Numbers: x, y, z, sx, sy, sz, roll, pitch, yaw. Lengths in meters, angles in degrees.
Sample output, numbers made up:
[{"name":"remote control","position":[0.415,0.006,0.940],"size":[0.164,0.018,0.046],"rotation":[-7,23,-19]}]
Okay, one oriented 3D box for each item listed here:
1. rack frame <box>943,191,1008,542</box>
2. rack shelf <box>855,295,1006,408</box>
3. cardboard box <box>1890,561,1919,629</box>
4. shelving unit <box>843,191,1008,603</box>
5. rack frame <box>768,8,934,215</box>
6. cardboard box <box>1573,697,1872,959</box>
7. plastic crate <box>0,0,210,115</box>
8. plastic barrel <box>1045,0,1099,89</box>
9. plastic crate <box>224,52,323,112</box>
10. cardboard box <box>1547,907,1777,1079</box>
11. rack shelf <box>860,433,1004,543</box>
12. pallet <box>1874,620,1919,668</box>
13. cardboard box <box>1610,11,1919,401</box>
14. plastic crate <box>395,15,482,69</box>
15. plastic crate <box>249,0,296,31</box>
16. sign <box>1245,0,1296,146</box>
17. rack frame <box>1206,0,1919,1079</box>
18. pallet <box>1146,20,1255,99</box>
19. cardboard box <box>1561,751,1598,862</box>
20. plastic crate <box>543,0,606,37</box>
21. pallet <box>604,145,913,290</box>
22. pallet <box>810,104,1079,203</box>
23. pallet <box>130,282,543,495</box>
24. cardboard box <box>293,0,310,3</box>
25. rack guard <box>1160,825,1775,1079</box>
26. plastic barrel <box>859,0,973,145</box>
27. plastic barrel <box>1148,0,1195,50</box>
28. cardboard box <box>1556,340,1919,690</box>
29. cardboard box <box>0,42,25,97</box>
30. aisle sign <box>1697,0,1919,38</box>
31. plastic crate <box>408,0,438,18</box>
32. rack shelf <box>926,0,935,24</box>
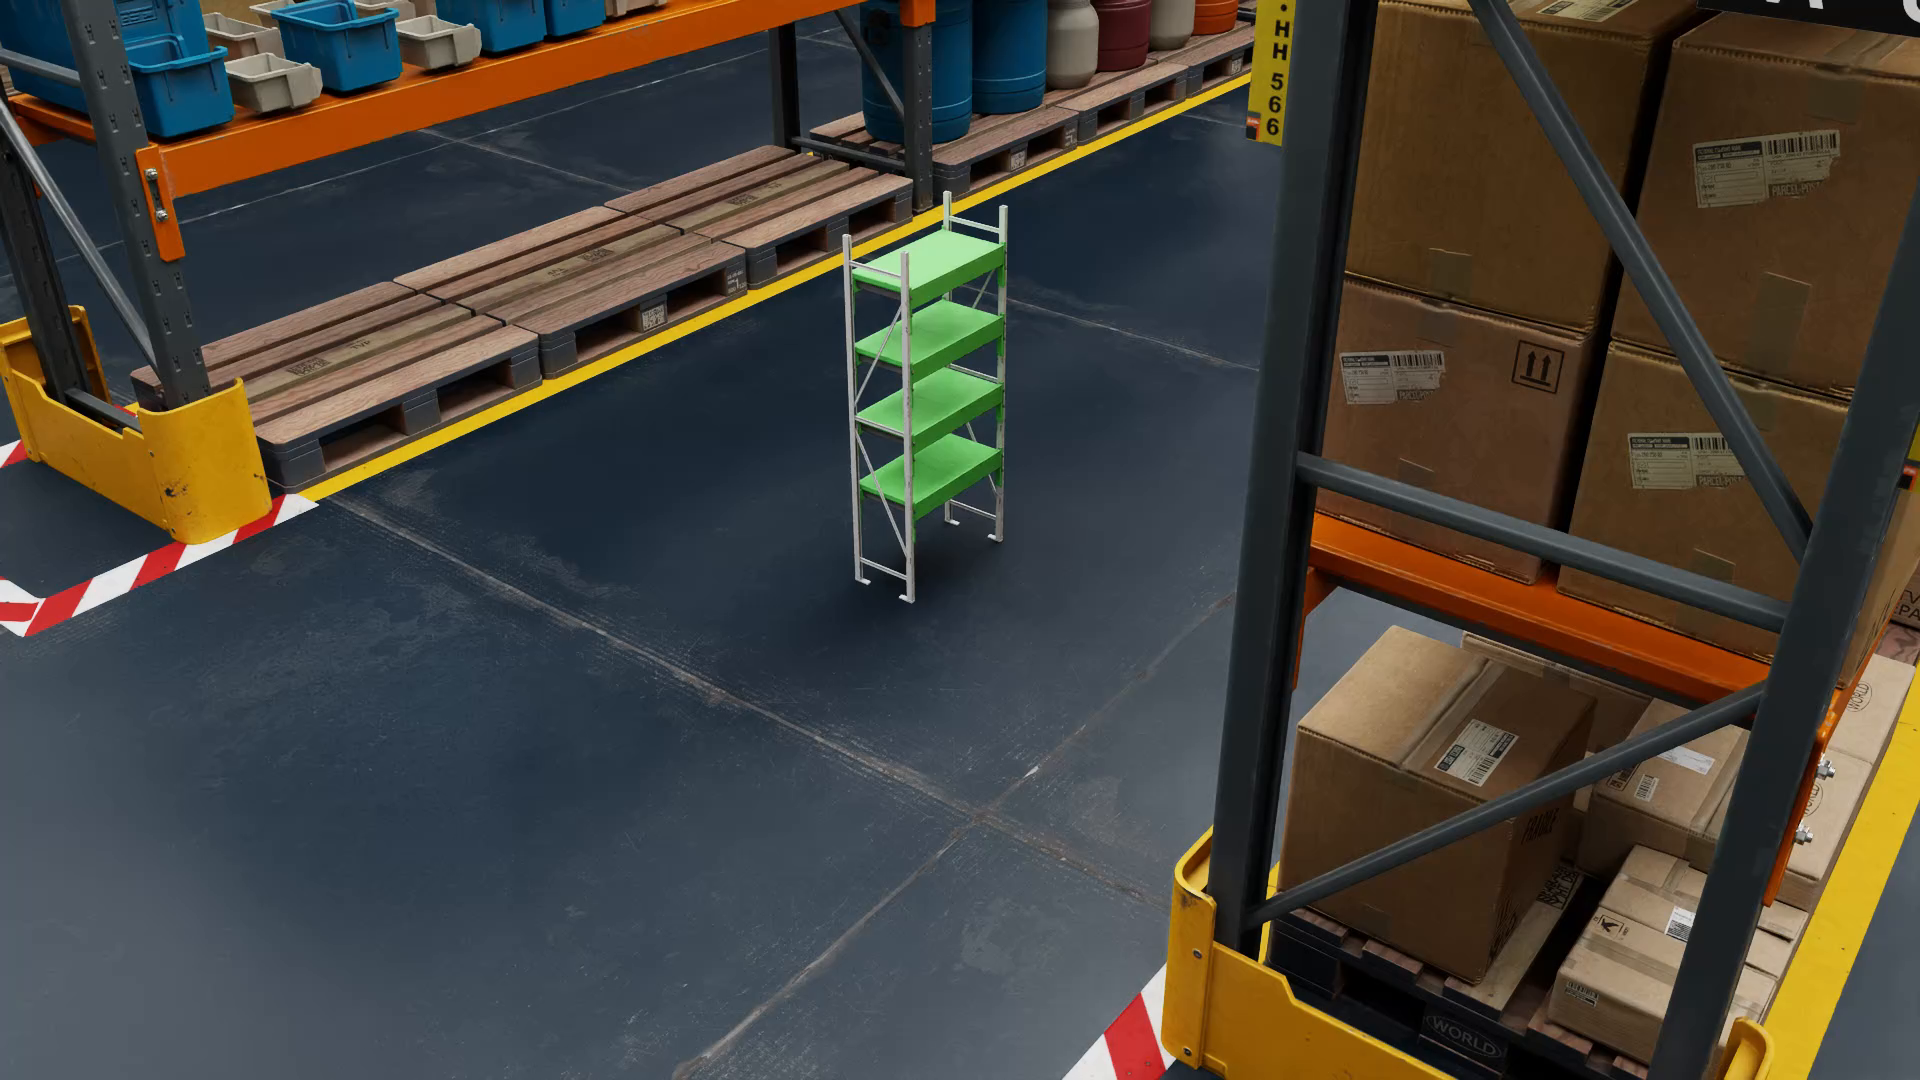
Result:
[{"name":"rack frame","position":[0.047,-0.548,5.498],"size":[0.240,1.200,0.015],"rotation":[21,37,31]},{"name":"rack shelf","position":[-0.100,-0.600,5.241],"size":[0.258,0.148,0.480],"rotation":[21,37,31]},{"name":"cardboard box","position":[2.802,-0.031,5.067],"size":[0.500,0.311,0.500],"rotation":[21,37,31]},{"name":"shelving unit","position":[-0.100,-0.449,5.331],"size":[0.258,1.200,0.503],"rotation":[21,37,31]},{"name":"rack frame","position":[-0.574,-3.149,8.121],"size":[1.000,3.000,0.127],"rotation":[21,37,31]},{"name":"cardboard box","position":[1.814,0.660,3.960],"size":[0.500,0.250,0.500],"rotation":[21,37,31]},{"name":"plastic crate","position":[-2.936,-1.757,5.680],"size":[0.616,0.435,0.499],"rotation":[21,37,31]},{"name":"plastic barrel","position":[0.607,-2.965,9.839],"size":[0.421,0.512,0.421],"rotation":[0,31,0]},{"name":"plastic crate","position":[-2.318,-1.539,5.605],"size":[0.250,0.136,0.298],"rotation":[21,37,31]},{"name":"cardboard box","position":[1.485,0.976,3.526],"size":[0.380,0.149,0.250],"rotation":[21,37,31]},{"name":"rack shelf","position":[-0.100,-0.187,5.486],"size":[0.258,0.148,0.480],"rotation":[21,37,31]},{"name":"pallet","position":[2.221,0.354,4.946],"size":[1.003,0.211,1.213],"rotation":[21,37,31]},{"name":"cardboard box","position":[1.436,-0.569,2.689],"size":[0.500,0.500,0.500],"rotation":[22,37,33]},{"name":"plastic crate","position":[-1.908,-1.815,6.070],"size":[0.250,0.136,0.298],"rotation":[21,37,31]},{"name":"plastic crate","position":[-2.454,-1.936,6.274],"size":[0.396,0.136,0.243],"rotation":[21,37,31]},{"name":"sign","position":[0.528,-0.810,2.729],"size":[0.100,0.325,0.005],"rotation":[21,37,31]},{"name":"rack frame","position":[0.958,0.003,2.802],"size":[1.000,3.000,0.127],"rotation":[21,37,31]},{"name":"pallet","position":[1.398,-3.242,11.013],"size":[1.003,0.211,1.213],"rotation":[21,37,31]},{"name":"cardboard box","position":[1.406,0.599,4.144],"size":[0.380,0.166,0.250],"rotation":[21,37,31]},{"name":"plastic crate","position":[-1.601,-2.133,6.512],"size":[0.416,0.233,0.300],"rotation":[21,37,31]},{"name":"pallet","position":[-0.987,-1.638,8.307],"size":[1.003,0.211,1.213],"rotation":[21,37,31]},{"name":"pallet","position":[-0.075,-2.250,9.339],"size":[1.003,0.211,1.213],"rotation":[21,37,31]},{"name":"pallet","position":[-2.460,-0.646,6.634],"size":[1.003,0.211,1.213],"rotation":[21,37,31]},{"name":"cardboard box","position":[-4.153,-4.206,11.577],"size":[1.225,0.875,0.875],"rotation":[21,37,31]},{"name":"rack guard","position":[1.004,1.048,3.492],"size":[1.175,0.500,0.348],"rotation":[21,37,31]},{"name":"plastic barrel","position":[-0.232,-2.642,8.913],"size":[0.600,0.901,0.708],"rotation":[21,37,31]},{"name":"plastic barrel","position":[1.289,-3.424,10.613],"size":[0.421,0.512,0.421],"rotation":[0,31,0]},{"name":"cardboard box","position":[1.436,-0.139,2.944],"size":[0.500,0.500,0.500],"rotation":[22,37,32]},{"name":"cardboard box","position":[-6.066,-2.968,9.489],"size":[0.875,0.875,0.875],"rotation":[21,37,31]},{"name":"aisle sign","position":[1.151,-0.997,1.940],"size":[0.394,0.787,0.004],"rotation":[21,37,31]},{"name":"plastic crate","position":[-2.142,-2.182,6.690],"size":[0.298,0.136,0.250],"rotation":[21,37,31]},{"name":"rack shelf","position":[0.633,-3.652,9.676],"size":[1.077,0.370,4.000],"rotation":[21,37,31]}]
